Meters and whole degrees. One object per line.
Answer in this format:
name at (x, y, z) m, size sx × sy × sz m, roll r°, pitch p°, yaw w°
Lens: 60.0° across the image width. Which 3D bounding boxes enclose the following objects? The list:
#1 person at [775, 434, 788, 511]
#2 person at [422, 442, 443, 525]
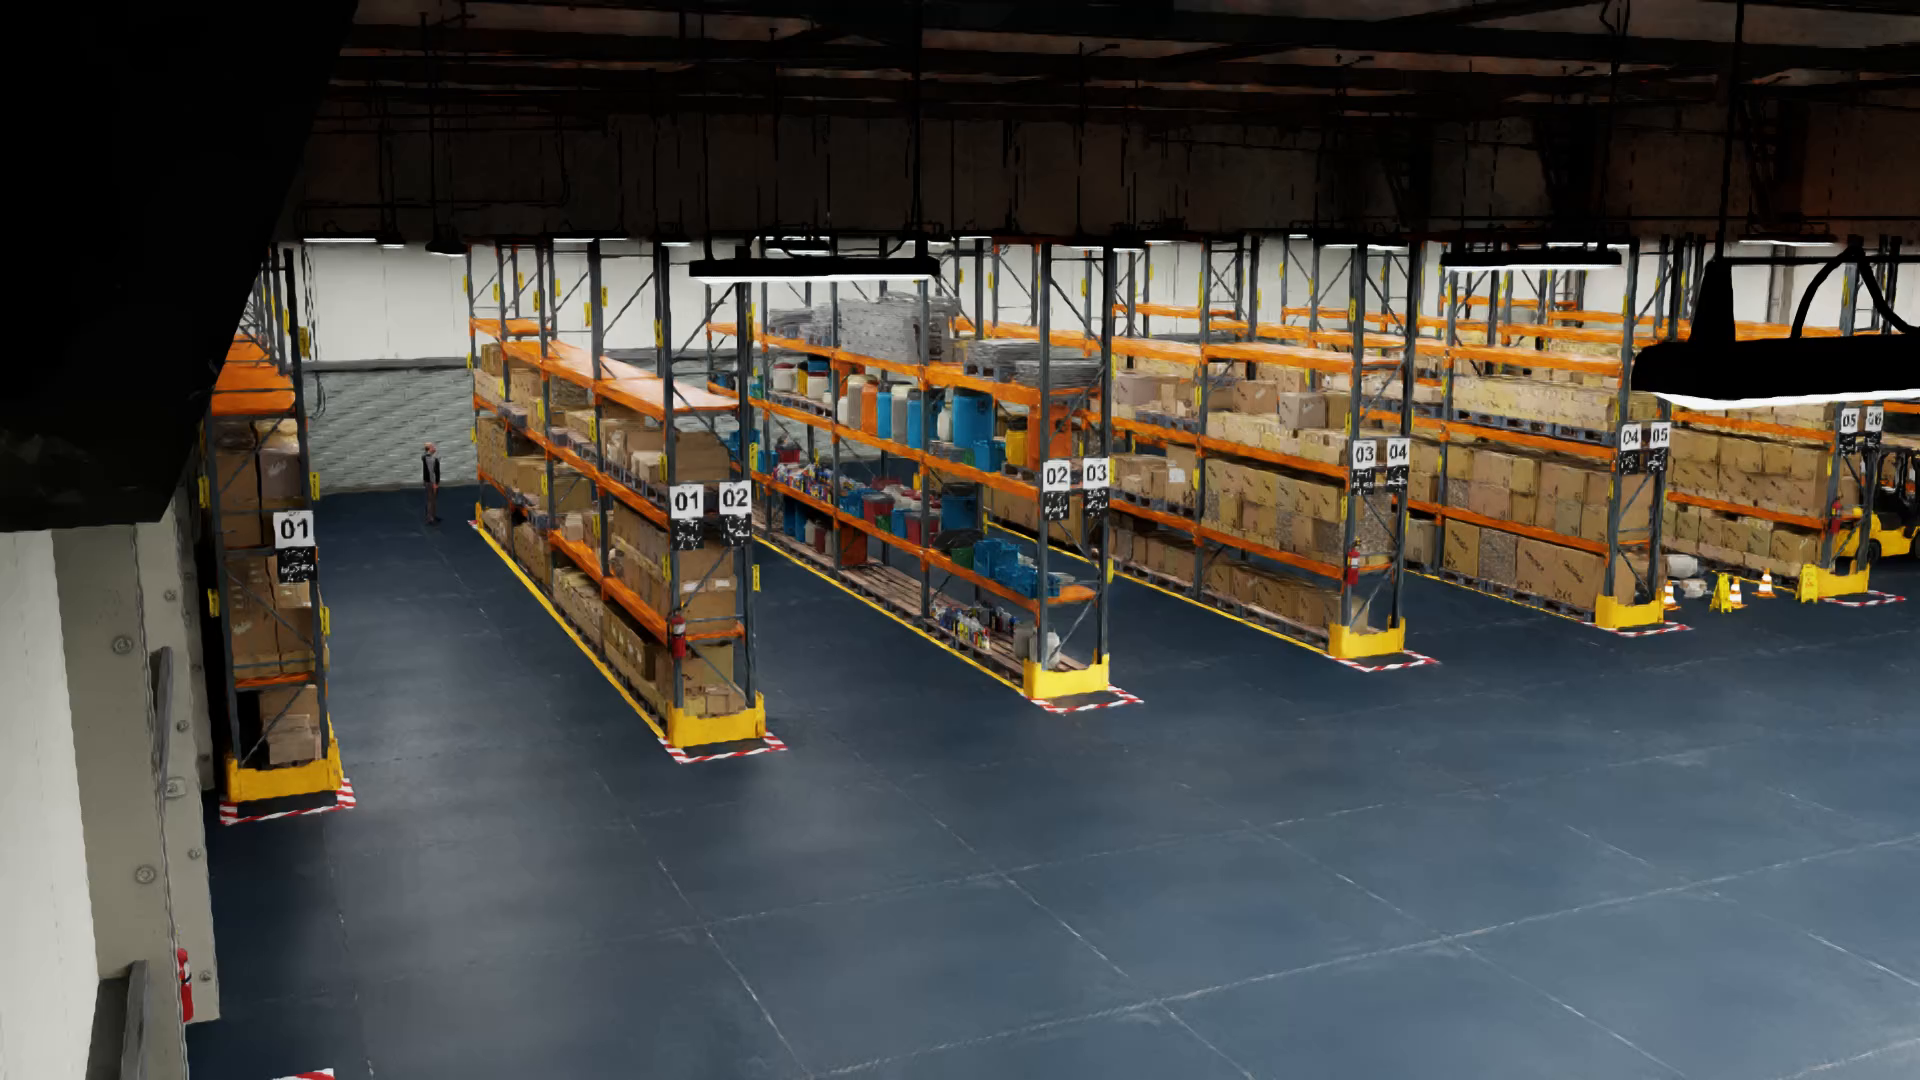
person at (-3.855, -1.462, 36.192) m, size 0.374 × 1.677 × 0.620 m, roll -1°, pitch 11°, yaw -6°
person at (-11.015, -1.205, 34.718) m, size 0.390 × 1.721 × 0.621 m, roll -5°, pitch 12°, yaw -23°
